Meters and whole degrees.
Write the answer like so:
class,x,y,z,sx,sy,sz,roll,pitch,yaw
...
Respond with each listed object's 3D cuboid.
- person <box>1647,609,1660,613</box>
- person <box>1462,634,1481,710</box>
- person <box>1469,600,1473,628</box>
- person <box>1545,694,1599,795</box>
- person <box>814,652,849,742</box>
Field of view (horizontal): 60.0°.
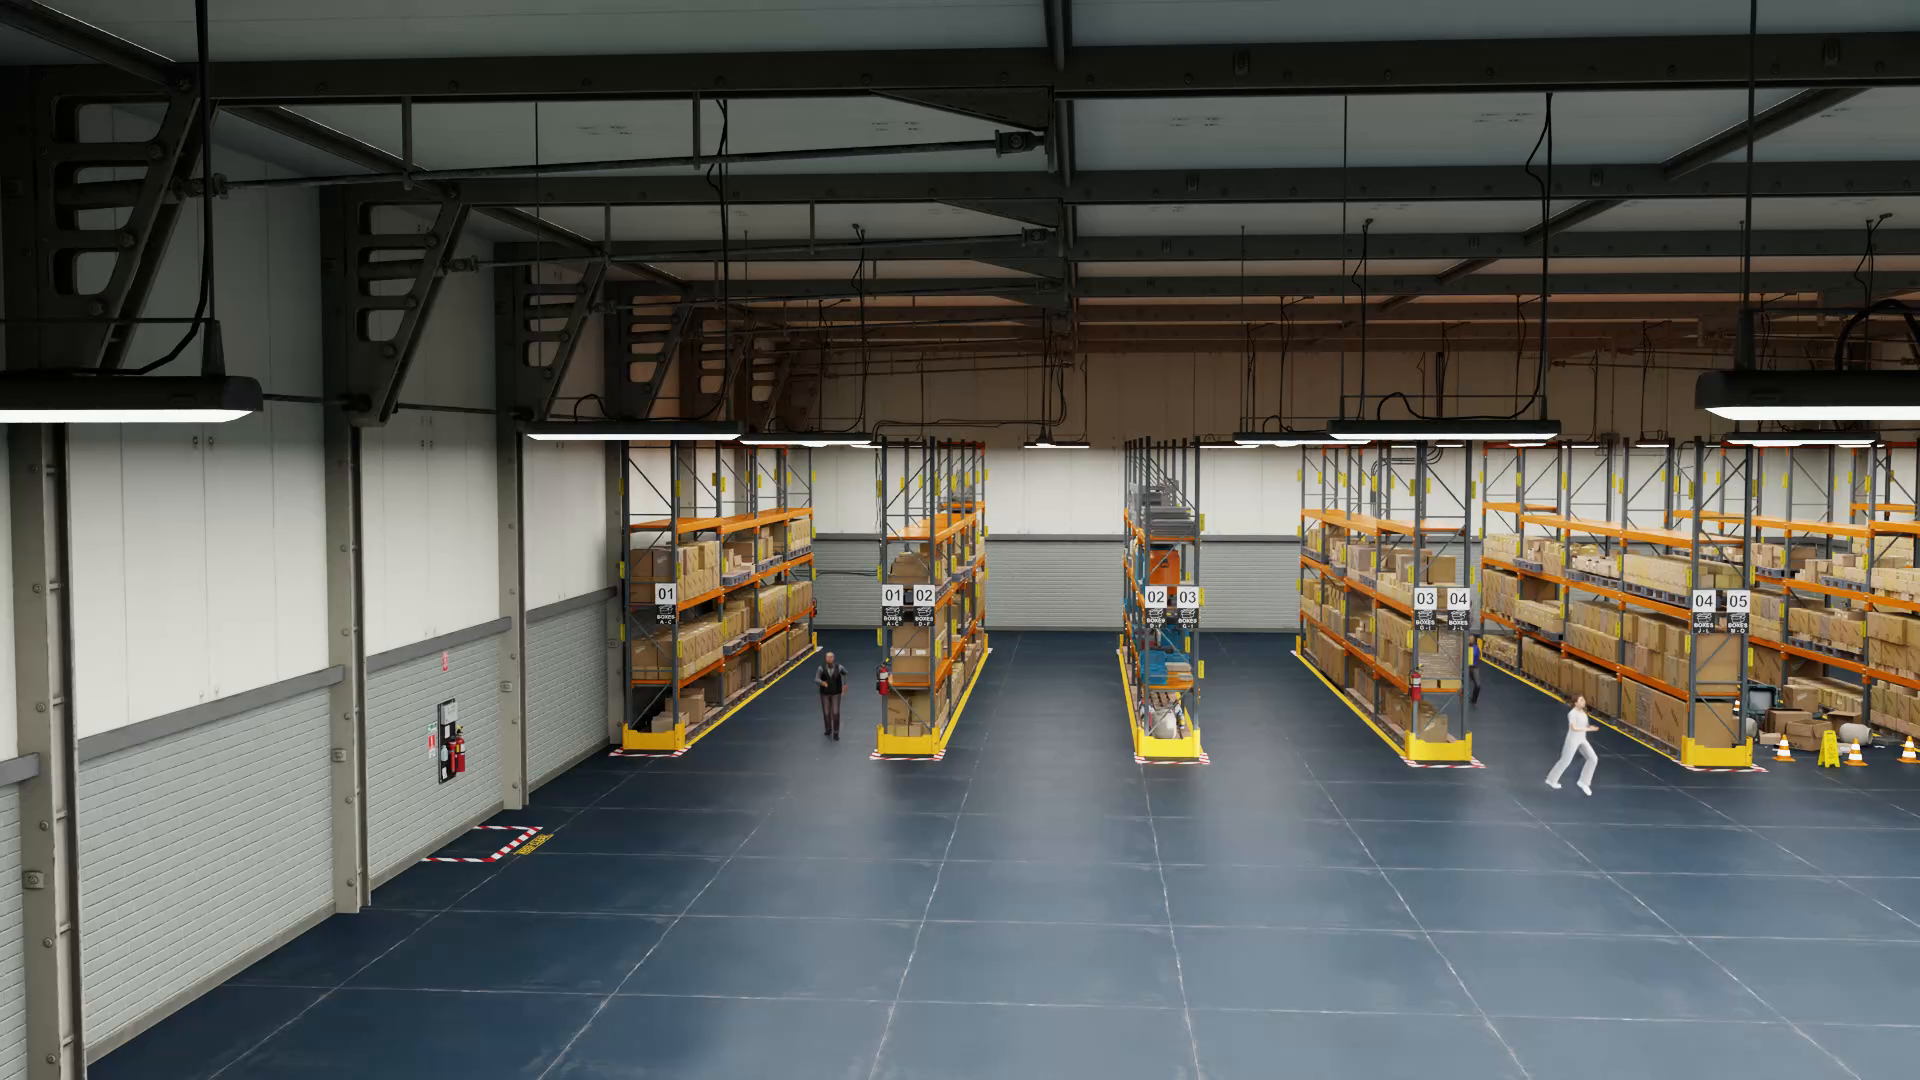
class,x,y,z,sx,sy,sz,roll,pitch,yaw
person,19.812,2.387,47.309,0.668,1.642,0.616,0,3,8
person,11.327,2.939,36.889,0.571,1.692,0.709,0,3,-2
person,14.456,2.439,47.661,0.442,1.509,0.626,1,3,11
person,10.279,3.400,27.823,0.572,1.697,0.875,-3,4,-42
person,-2.554,3.115,32.972,0.668,1.795,0.742,0,3,-1
